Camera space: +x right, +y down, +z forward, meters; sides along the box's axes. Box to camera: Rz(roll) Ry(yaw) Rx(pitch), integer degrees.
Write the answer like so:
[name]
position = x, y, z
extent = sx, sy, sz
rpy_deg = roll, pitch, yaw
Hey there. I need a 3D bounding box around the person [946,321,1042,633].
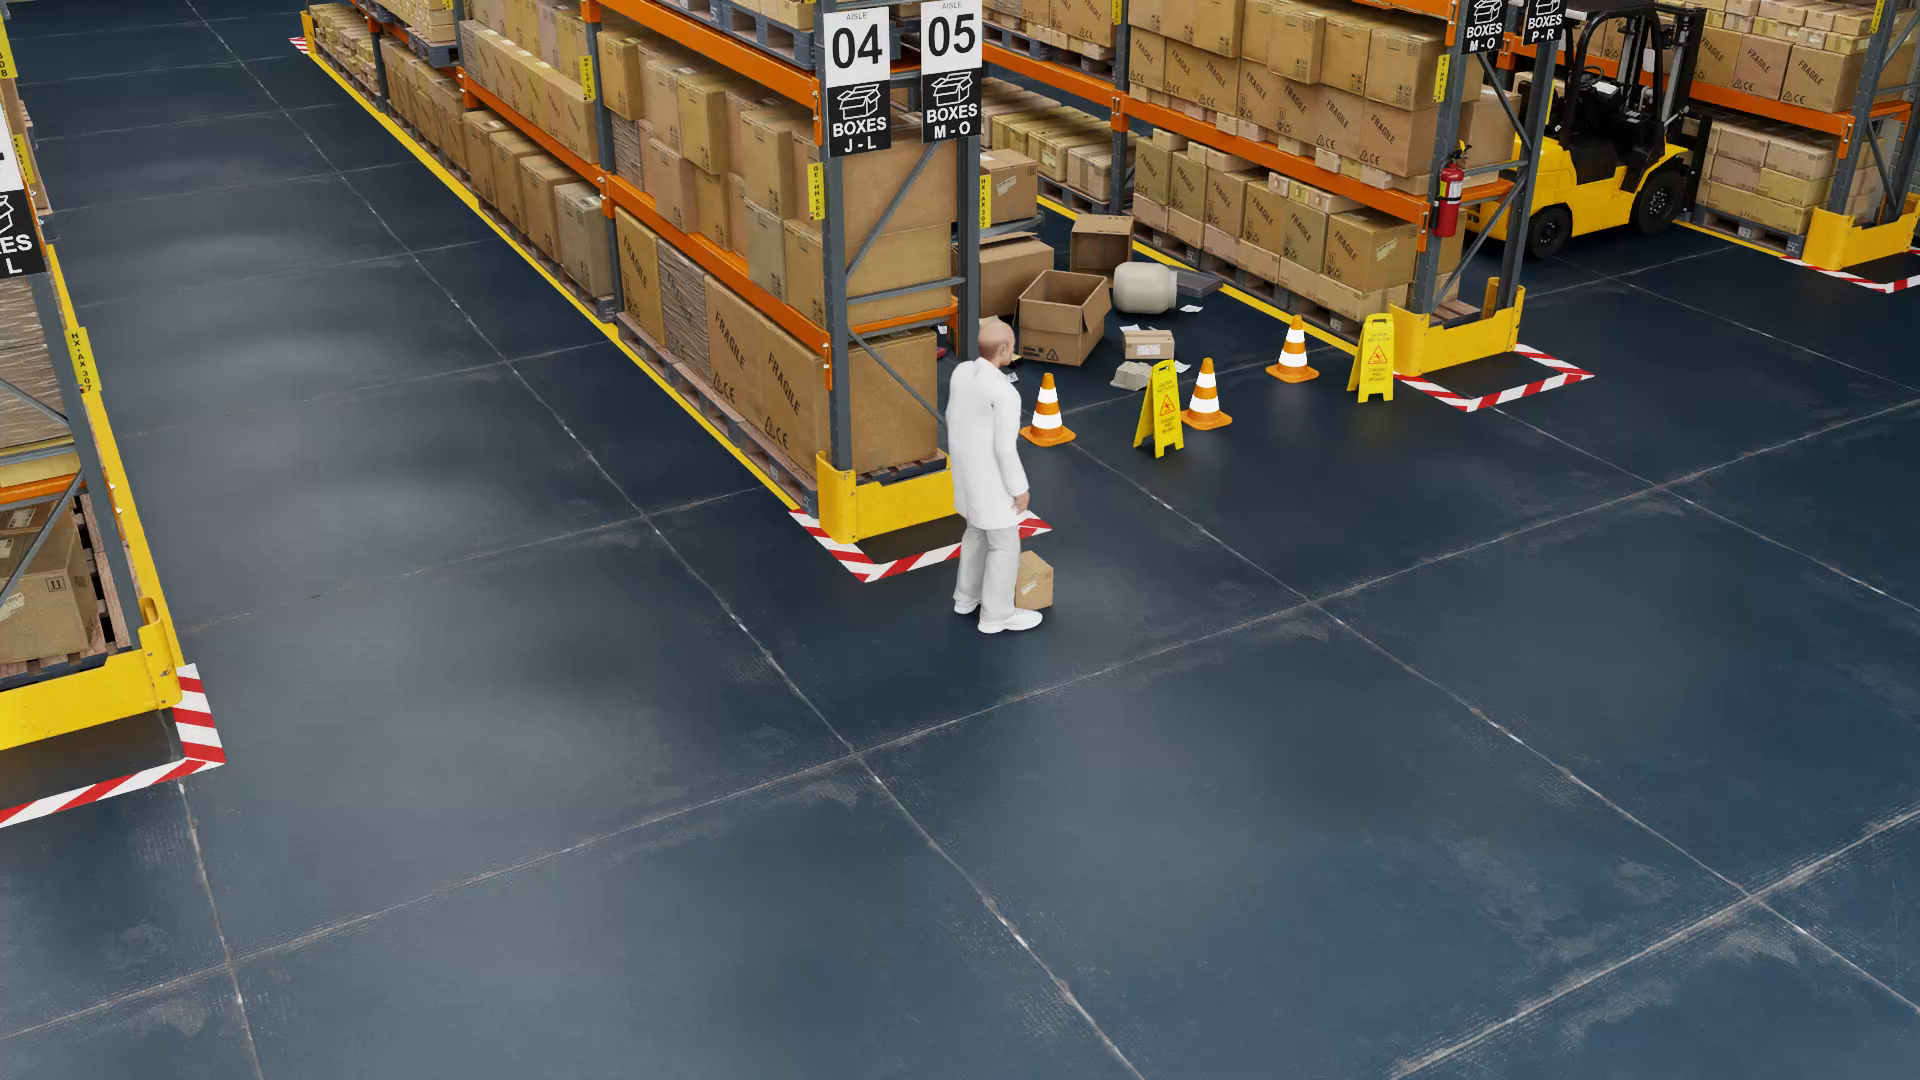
[person]
position = 0.158, -0.276, 9.288
extent = 0.415, 1.585, 0.654
rpy_deg = -16, 33, -27
